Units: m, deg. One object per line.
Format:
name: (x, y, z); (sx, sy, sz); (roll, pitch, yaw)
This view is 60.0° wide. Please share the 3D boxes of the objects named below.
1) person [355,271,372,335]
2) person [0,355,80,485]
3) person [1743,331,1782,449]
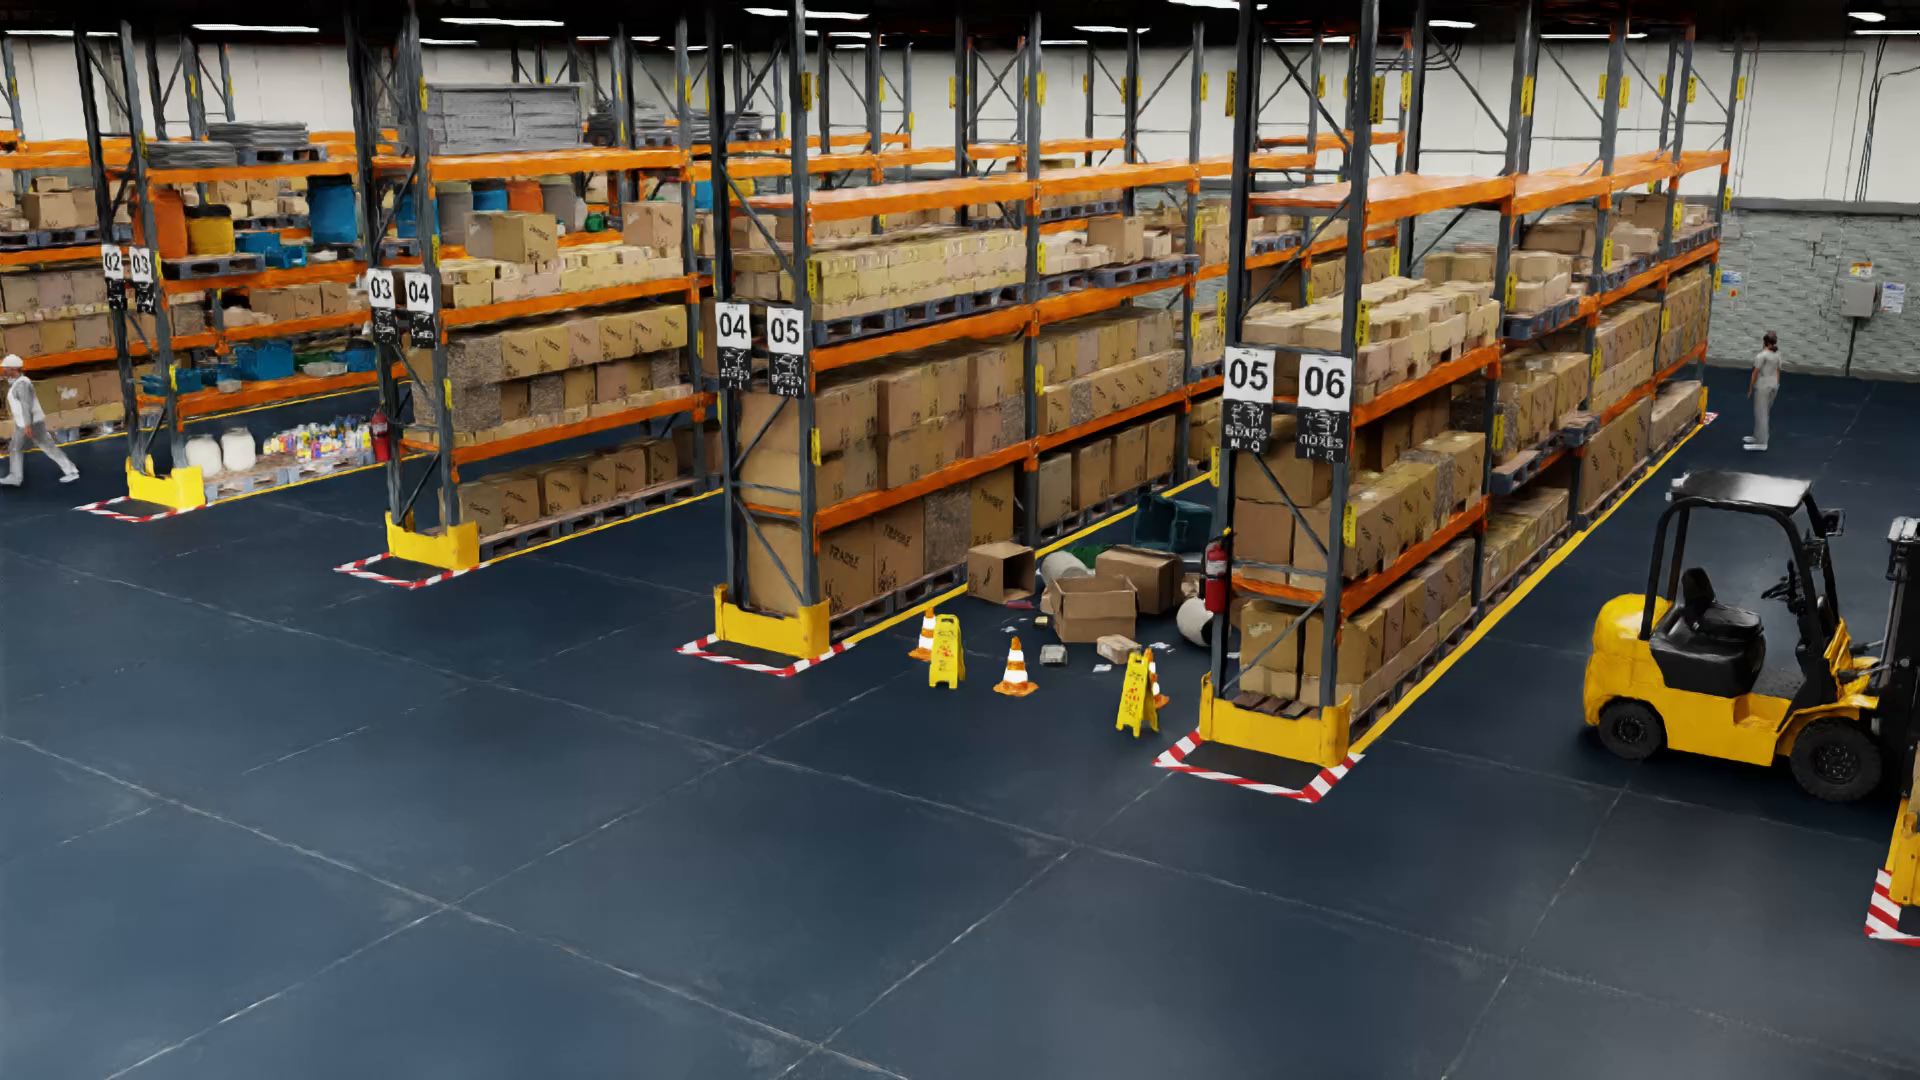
person: (-11.706, -4.684, 32.814); (0.557, 1.708, 1.125); (9, 18, 30)
person: (-12.103, -1.553, 21.621); (0.962, 1.728, 0.576); (-11, 19, -33)
person: (11.489, -2.162, 23.818); (0.563, 1.668, 0.569); (-7, 17, -25)
